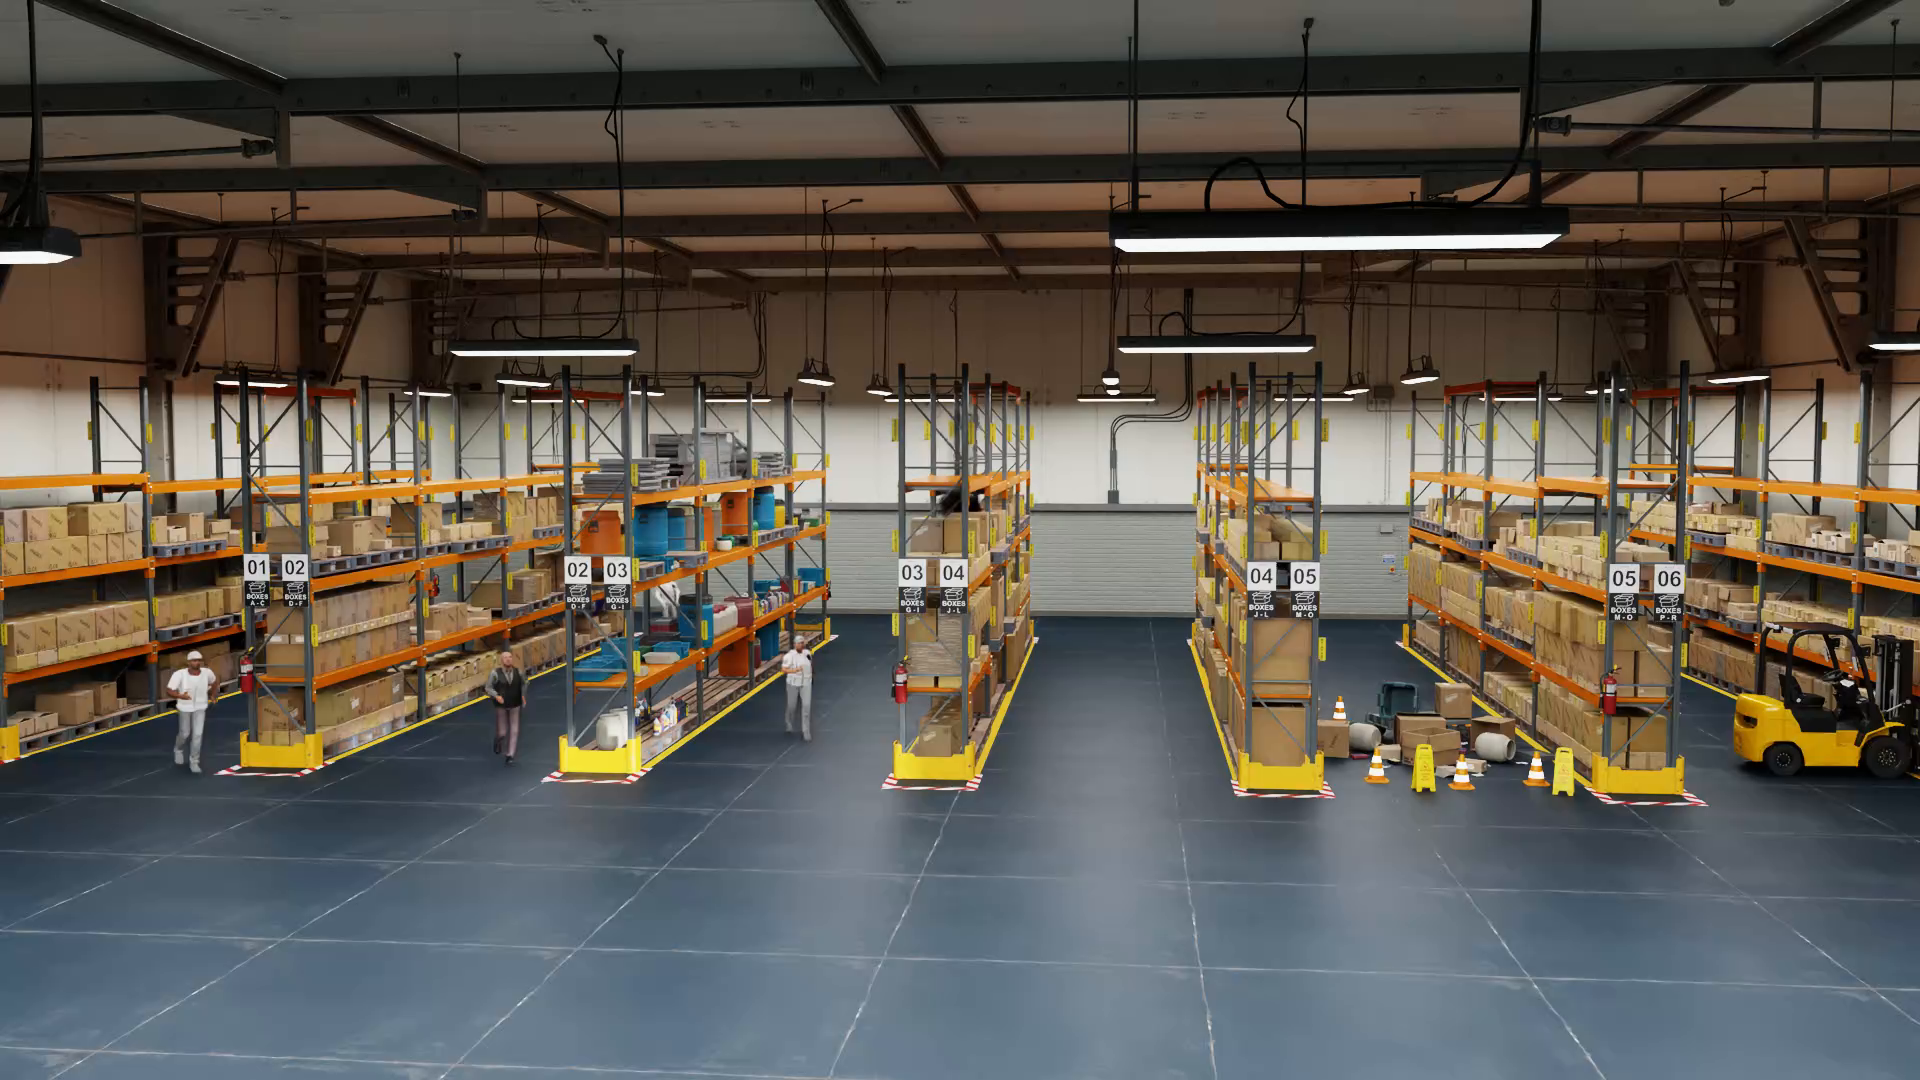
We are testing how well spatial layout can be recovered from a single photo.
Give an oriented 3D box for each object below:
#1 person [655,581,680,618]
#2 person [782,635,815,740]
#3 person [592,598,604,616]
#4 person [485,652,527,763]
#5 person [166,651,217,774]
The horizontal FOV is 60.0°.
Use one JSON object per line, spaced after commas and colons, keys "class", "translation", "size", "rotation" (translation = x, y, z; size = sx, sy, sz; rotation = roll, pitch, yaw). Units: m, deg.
{"class": "person", "translation": [-7.103, 1.579, 40.594], "size": [0.640, 1.650, 0.528], "rotation": [-2, 4, -24]}
{"class": "person", "translation": [-2.662, 2.394, 27.361], "size": [0.598, 1.667, 0.933], "rotation": [-1, 4, -21]}
{"class": "person", "translation": [-9.124, 1.484, 42.403], "size": [0.767, 1.672, 0.582], "rotation": [1, 4, 12]}
{"class": "person", "translation": [-6.896, 2.536, 25.329], "size": [0.654, 1.681, 0.654], "rotation": [-2, 4, -30]}
{"class": "person", "translation": [-11.439, 2.539, 24.807], "size": [0.731, 1.786, 0.869], "rotation": [-3, 4, -34]}
